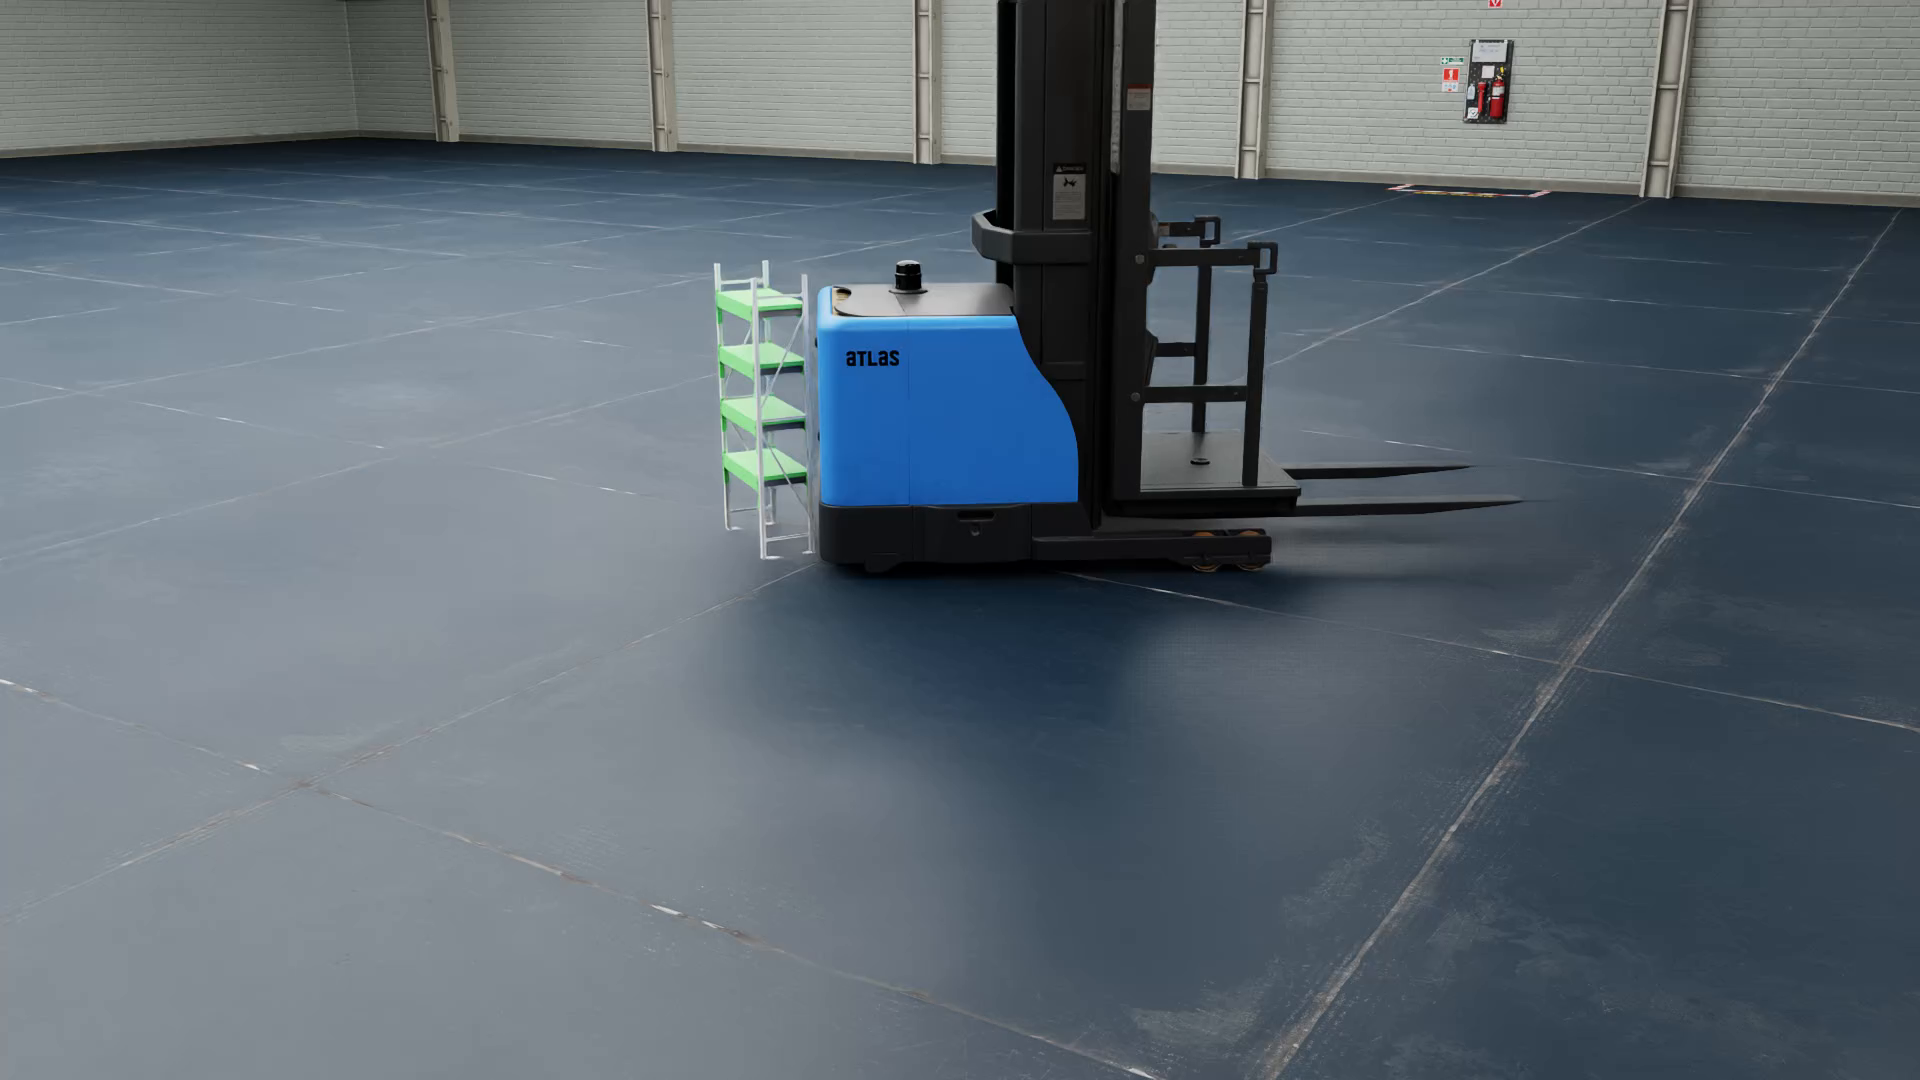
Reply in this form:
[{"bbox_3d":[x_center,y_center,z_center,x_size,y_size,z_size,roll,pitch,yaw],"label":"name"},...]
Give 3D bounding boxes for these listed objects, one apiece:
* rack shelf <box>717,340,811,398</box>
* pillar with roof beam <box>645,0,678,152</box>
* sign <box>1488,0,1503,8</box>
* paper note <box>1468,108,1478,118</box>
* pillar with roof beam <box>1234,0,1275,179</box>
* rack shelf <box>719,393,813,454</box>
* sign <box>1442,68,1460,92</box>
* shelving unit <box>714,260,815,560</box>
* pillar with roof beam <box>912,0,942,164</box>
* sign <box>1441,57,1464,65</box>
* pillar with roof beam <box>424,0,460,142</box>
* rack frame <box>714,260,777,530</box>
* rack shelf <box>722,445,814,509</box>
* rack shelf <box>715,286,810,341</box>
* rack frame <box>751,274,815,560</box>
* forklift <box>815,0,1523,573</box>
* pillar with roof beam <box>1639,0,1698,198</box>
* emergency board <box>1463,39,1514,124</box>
[{"bbox_3d":[-0.845,-0.738,7.142,0.258,0.148,0.480,-8,19,-24],"label":"rack shelf"},{"bbox_3d":[-7.934,-10.739,27.253,0.400,9.000,9.100,10,20,30],"label":"pillar with roof beam"},{"bbox_3d":[7.616,-7.717,23.638,0.199,0.298,0.001,10,20,30],"label":"sign"},{"bbox_3d":[7.456,-6.205,24.163,0.142,0.148,0.016,10,20,30],"label":"paper note"},{"bbox_3d":[2.291,-8.914,21.244,0.400,9.000,9.100,10,20,30],"label":"pillar with roof beam"},{"bbox_3d":[-0.845,-0.509,7.212,0.258,0.148,0.480,-8,19,-24],"label":"rack shelf"},{"bbox_3d":[7.154,-6.709,24.245,0.234,0.329,0.001,10,20,30],"label":"sign"},{"bbox_3d":[-0.845,-0.570,7.193,0.258,1.200,0.503,-8,19,-24],"label":"shelving unit"},{"bbox_3d":[-2.822,-9.826,24.248,0.400,9.000,9.100,10,20,30],"label":"pillar with roof beam"},{"bbox_3d":[7.153,-6.960,24.159,0.331,0.109,0.001,10,20,30],"label":"sign"},{"bbox_3d":[-13.047,-11.652,30.257,0.400,9.000,9.100,10,20,30],"label":"pillar with roof beam"},{"bbox_3d":[-0.950,-0.634,7.404,0.240,1.200,0.015,-8,19,-24],"label":"rack frame"},{"bbox_3d":[-0.845,-0.279,7.281,0.258,0.148,0.480,-8,19,-24],"label":"rack shelf"},{"bbox_3d":[-0.845,-0.968,7.072,0.258,0.148,0.480,-8,19,-24],"label":"rack shelf"},{"bbox_3d":[-0.740,-0.506,6.982,0.240,1.200,0.015,-8,19,-24],"label":"rack frame"},{"bbox_3d":[0.895,-1.420,7.012,3.031,2.935,1.130,-1,17,-4],"label":"forklift"},{"bbox_3d":[7.404,-8.001,18.239,0.400,9.000,9.100,10,20,30],"label":"pillar with roof beam"},{"bbox_3d":[7.571,-6.582,23.890,0.643,1.169,0.194,10,20,30],"label":"emergency board"}]
